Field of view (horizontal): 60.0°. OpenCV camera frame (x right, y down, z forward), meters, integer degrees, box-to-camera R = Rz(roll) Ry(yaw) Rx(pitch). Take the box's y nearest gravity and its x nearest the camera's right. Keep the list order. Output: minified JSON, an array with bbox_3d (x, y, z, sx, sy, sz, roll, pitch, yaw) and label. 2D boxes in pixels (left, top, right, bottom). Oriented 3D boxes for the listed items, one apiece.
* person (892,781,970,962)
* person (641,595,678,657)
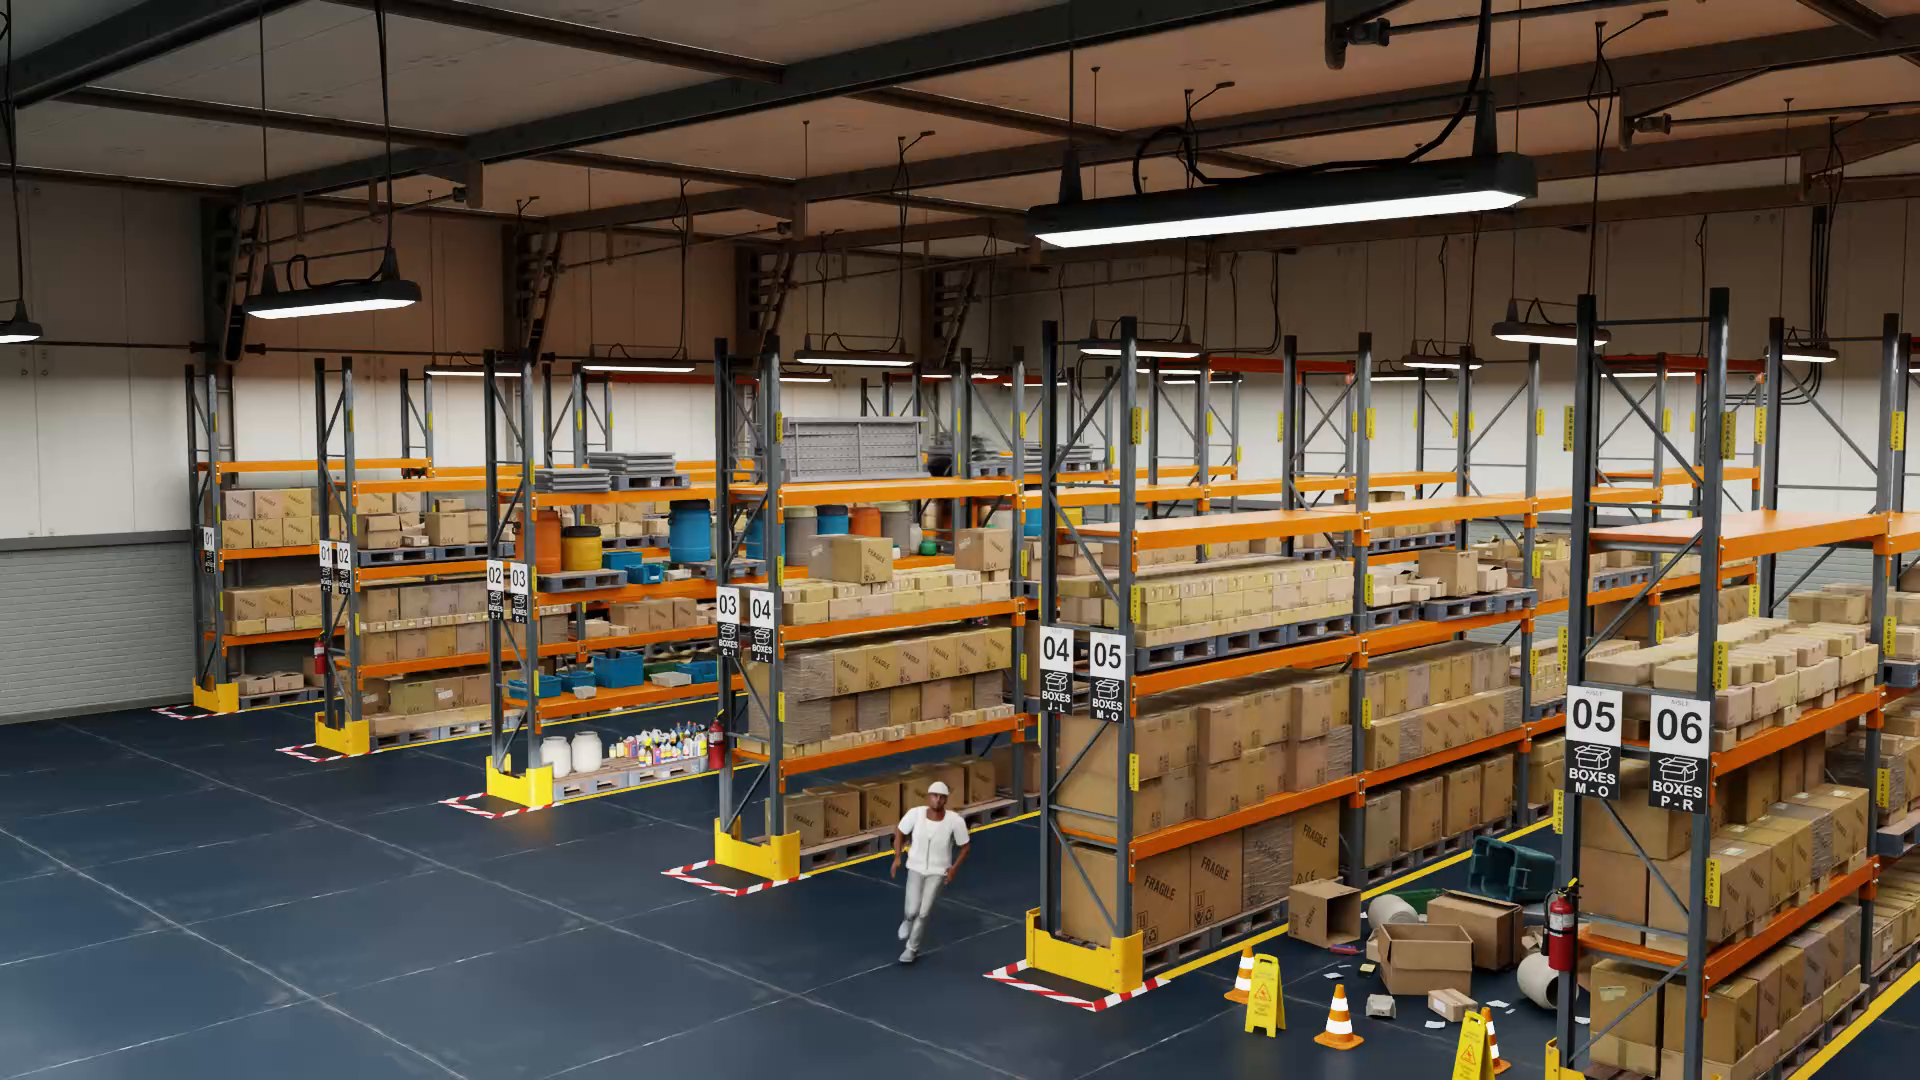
[{"bbox_3d":[-0.278,3.118,15.709,0.744,1.691,0.545,0,4,5],"label":"person"},{"bbox_3d":[-5.869,1.857,32.695,0.704,1.721,1.016,3,6,38],"label":"person"}]
